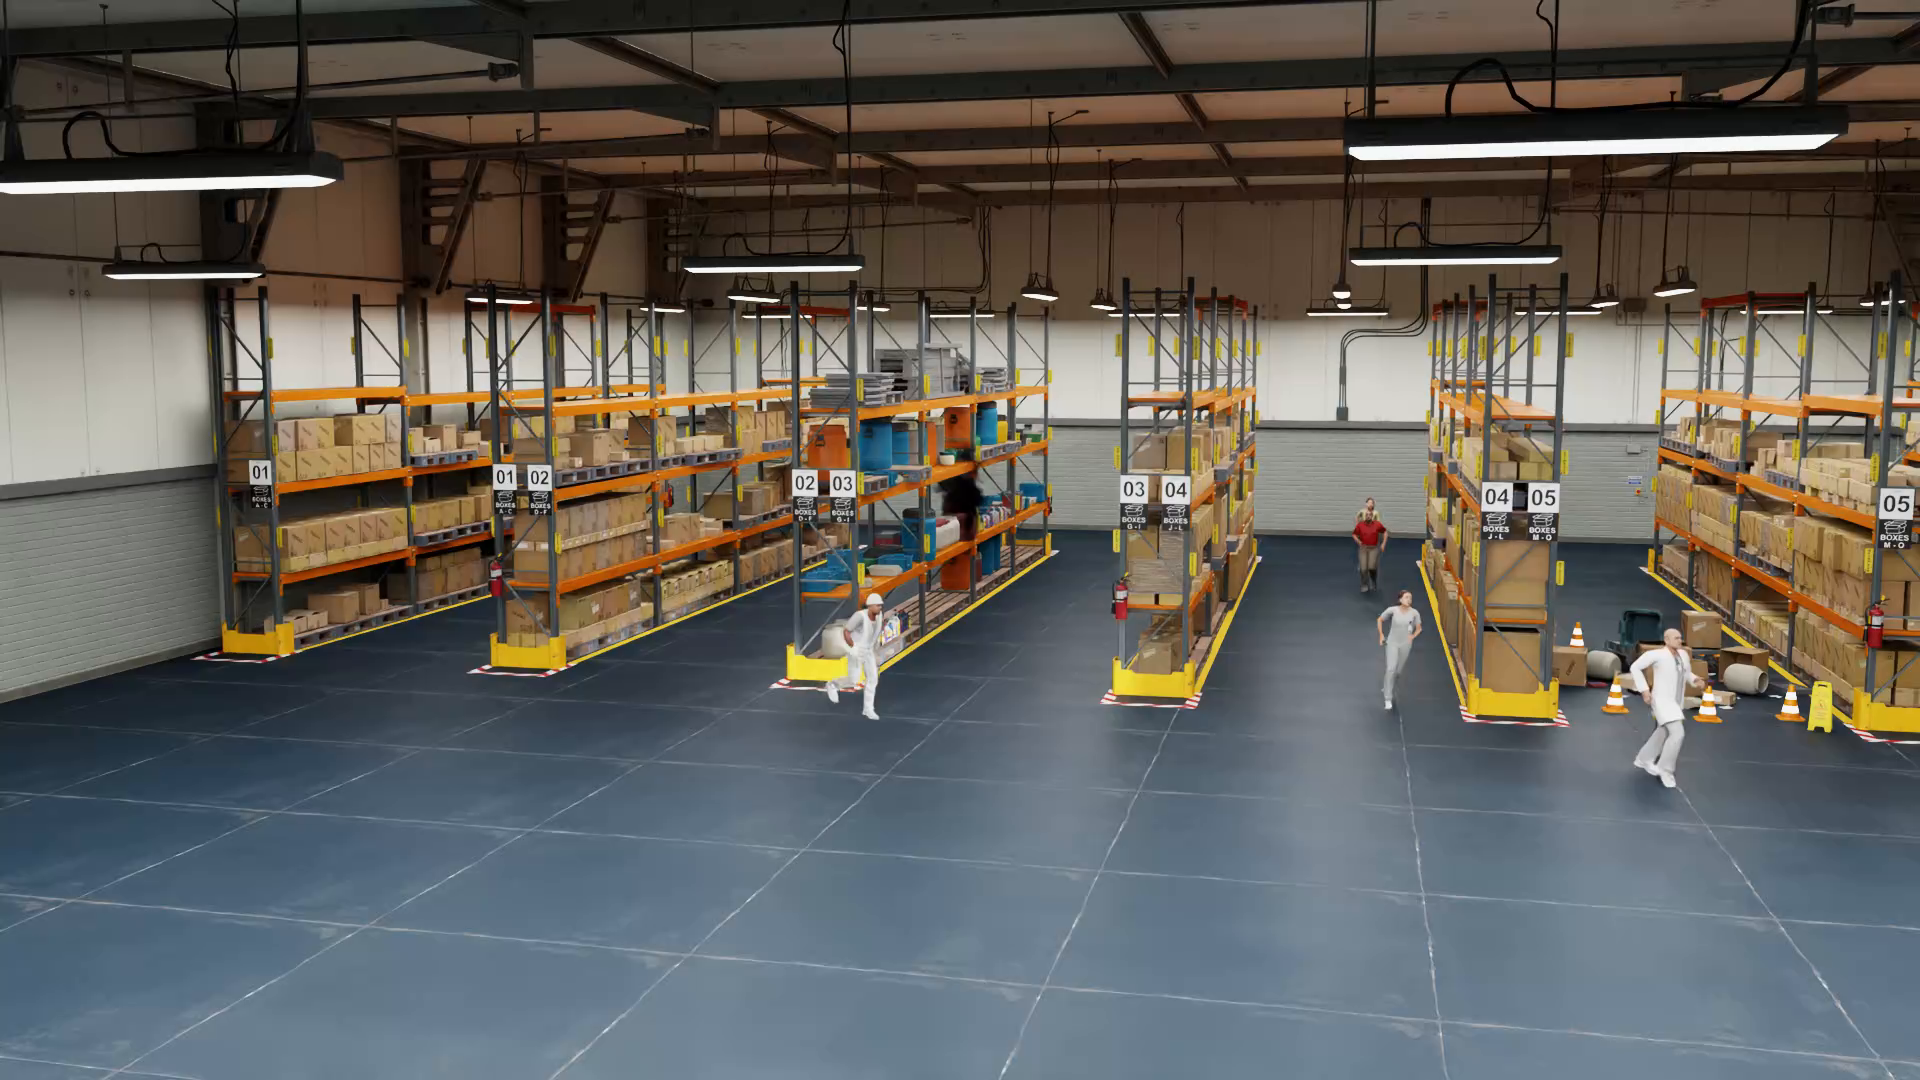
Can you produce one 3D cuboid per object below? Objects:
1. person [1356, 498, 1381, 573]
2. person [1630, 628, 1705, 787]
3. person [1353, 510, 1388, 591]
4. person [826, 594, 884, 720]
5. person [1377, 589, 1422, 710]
[{"bbox_3d":[9.159,-0.112,37.328,0.563,1.679,0.627,2,7,14],"label":"person"},{"bbox_3d":[8.204,1.932,19.254,0.679,1.840,0.816,-4,8,-31],"label":"person"},{"bbox_3d":[8.427,0.231,34.248,0.692,1.687,0.615,2,7,18],"label":"person"},{"bbox_3d":[-1.433,1.562,22.785,1.000,1.726,0.673,4,8,33],"label":"person"},{"bbox_3d":[6.206,1.505,23.496,0.603,1.654,0.862,0,7,3],"label":"person"}]
